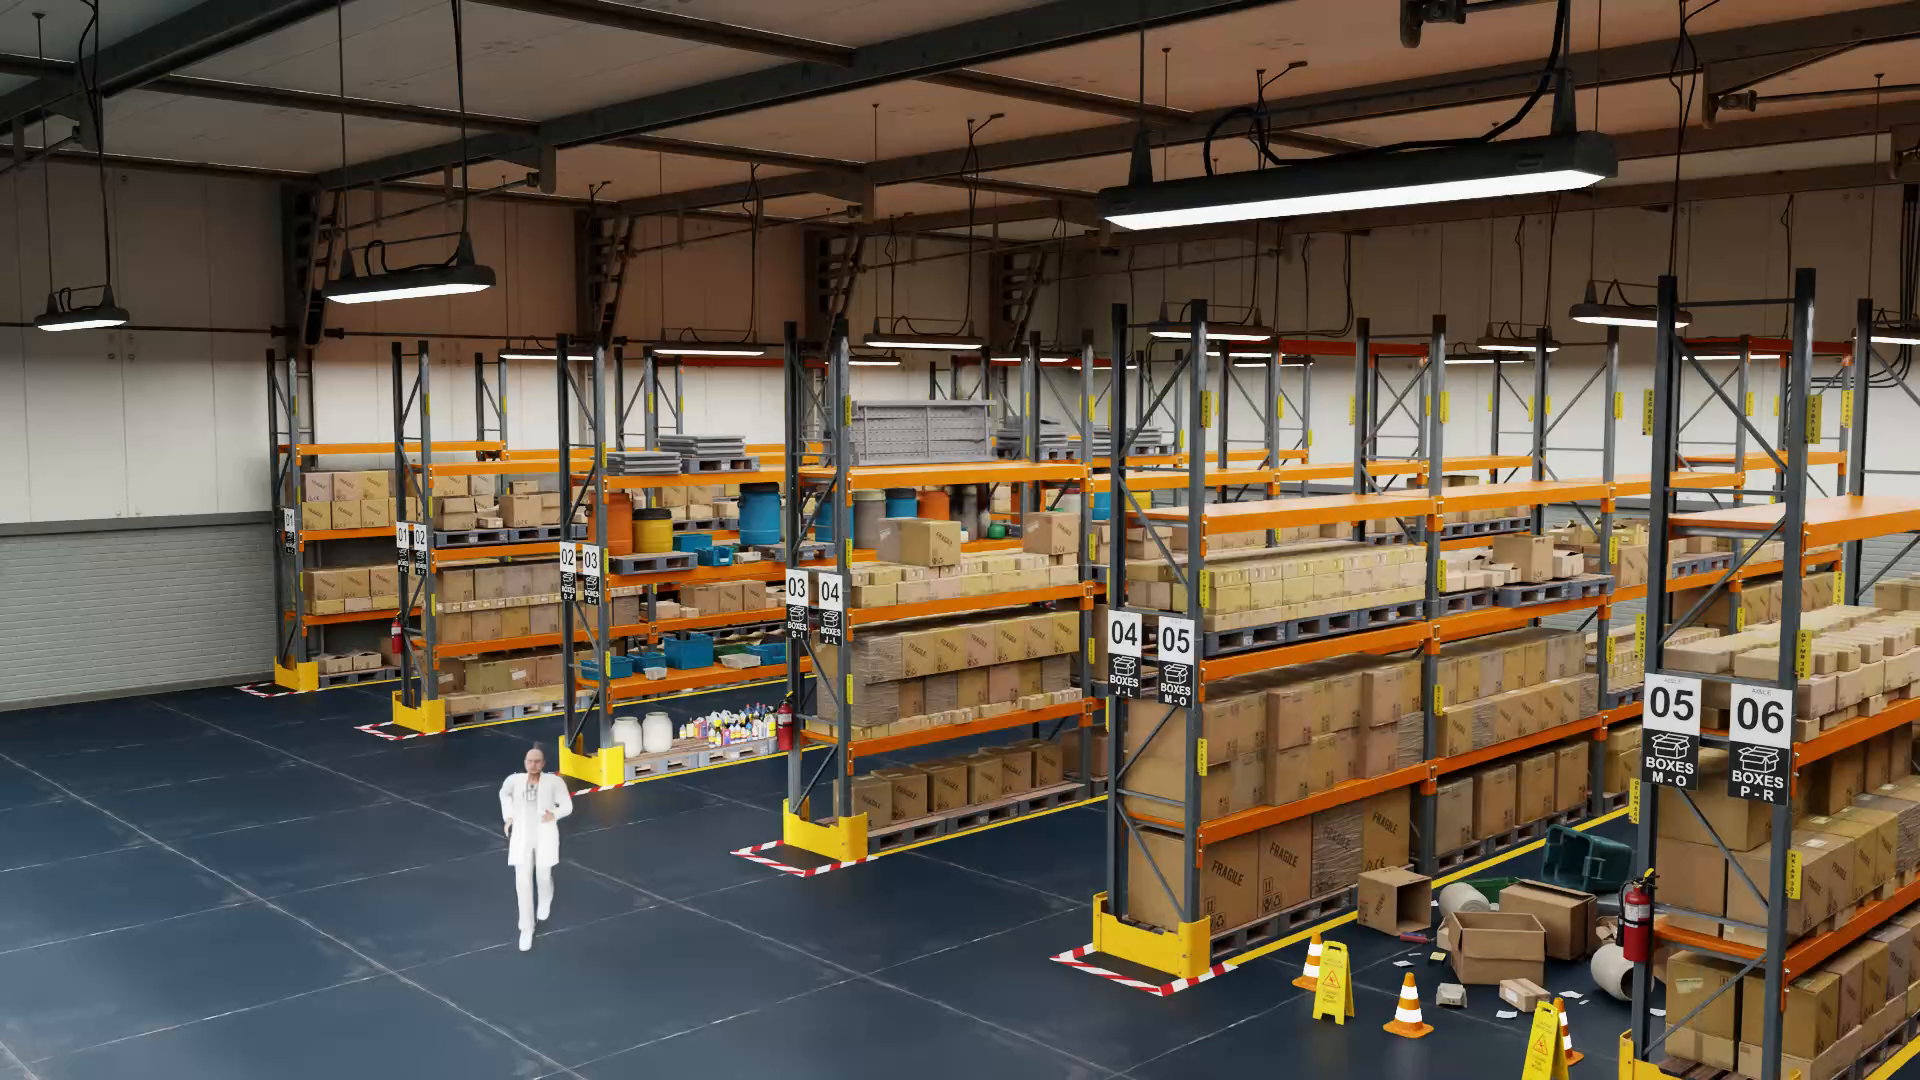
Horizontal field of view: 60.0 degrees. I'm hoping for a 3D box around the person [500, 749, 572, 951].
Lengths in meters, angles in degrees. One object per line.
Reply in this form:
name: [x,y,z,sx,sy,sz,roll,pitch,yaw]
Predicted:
person: [-4.062,2.888,15.918,0.703,1.805,1.040,-1,5,-9]
